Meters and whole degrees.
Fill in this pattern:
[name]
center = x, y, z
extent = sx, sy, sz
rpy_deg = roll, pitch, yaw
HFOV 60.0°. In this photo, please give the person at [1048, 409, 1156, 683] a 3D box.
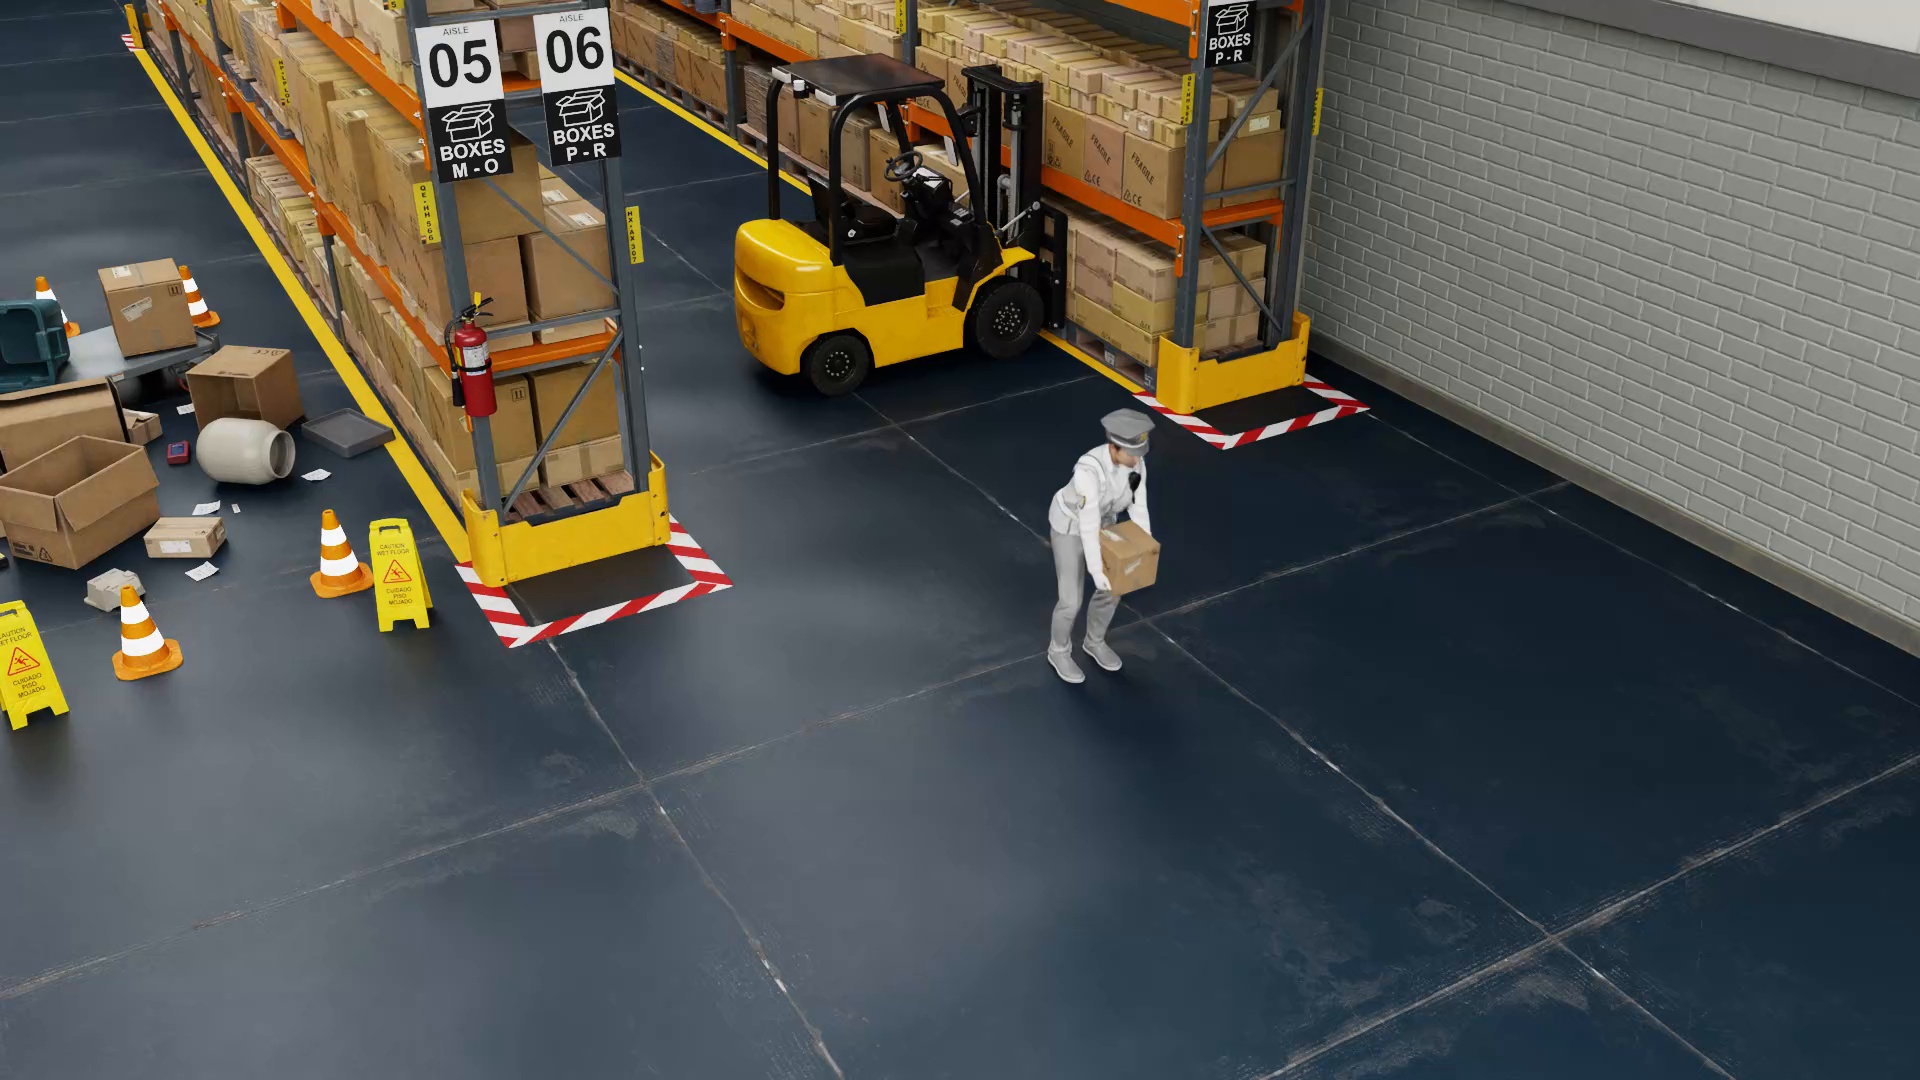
[person]
center = 0.729, 0.023, 8.604
extent = 0.412, 1.584, 0.589
rpy_deg = -17, 33, -27
